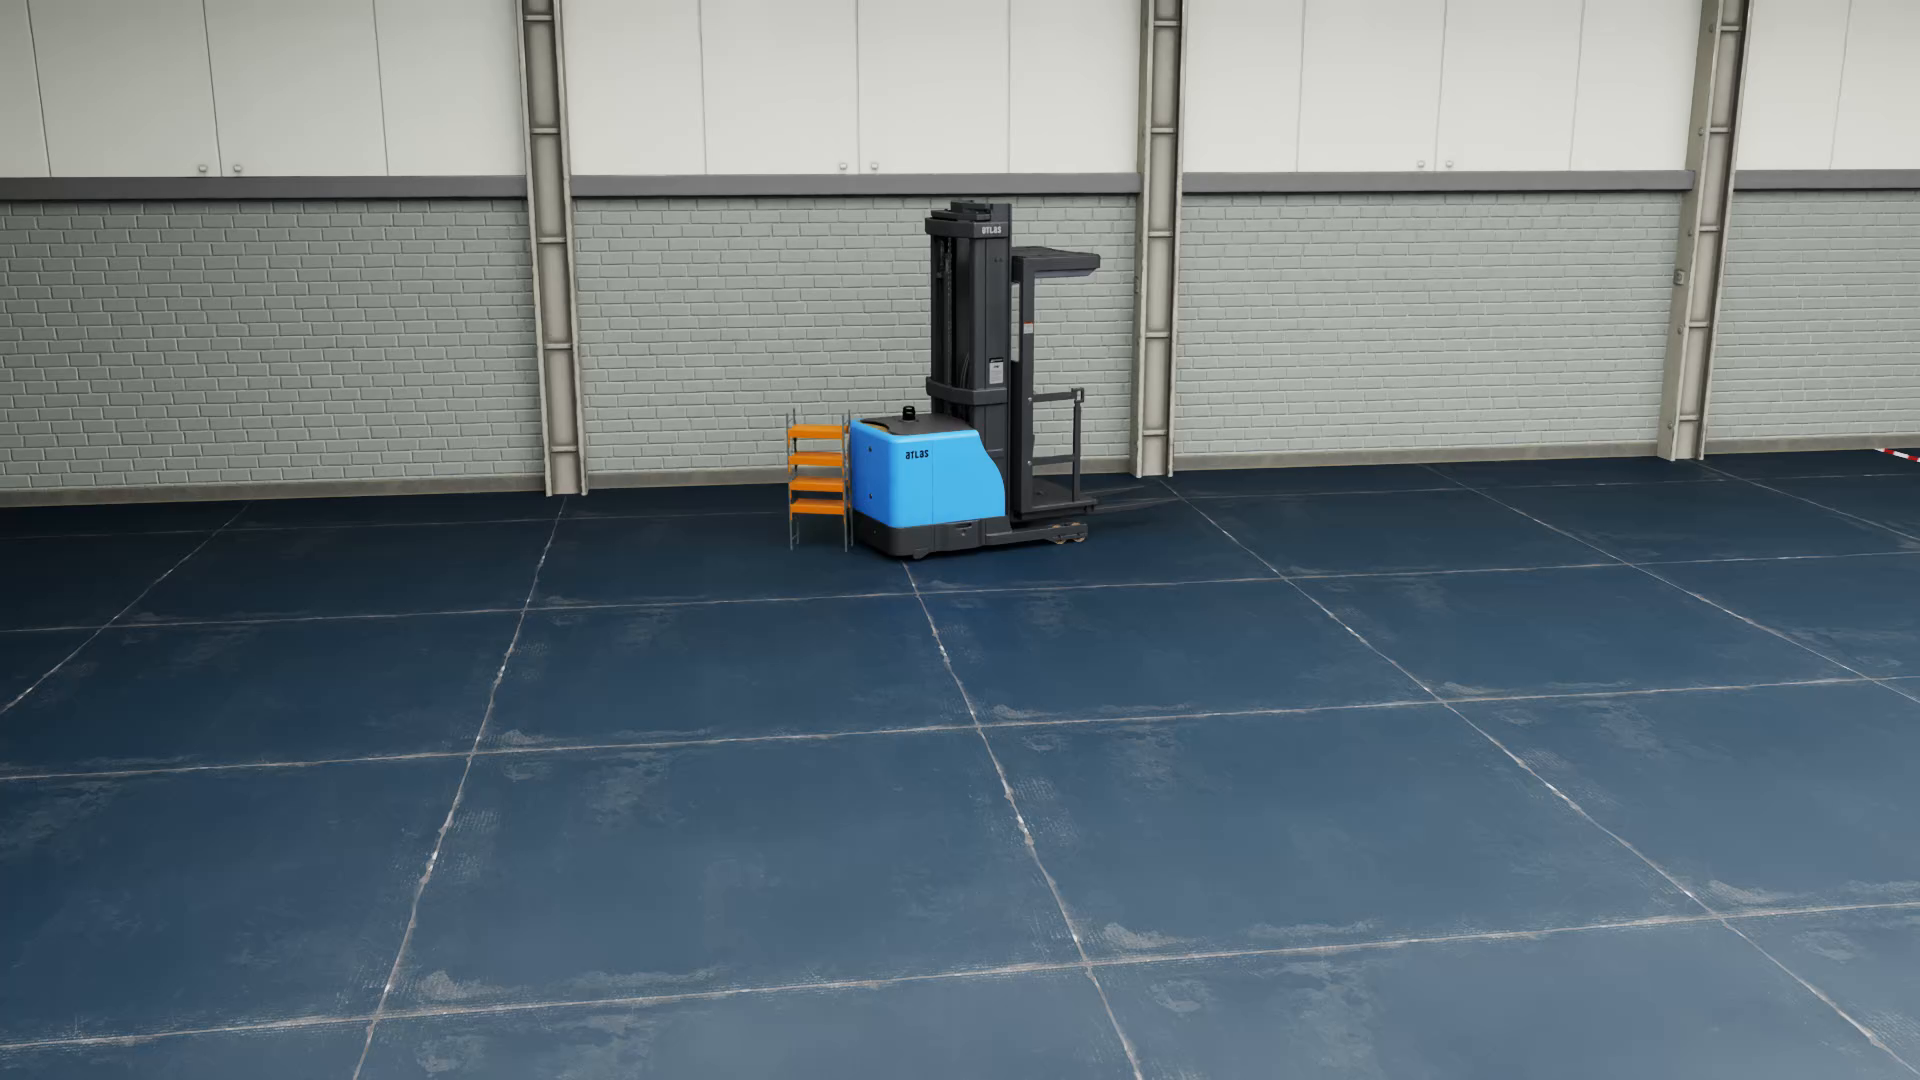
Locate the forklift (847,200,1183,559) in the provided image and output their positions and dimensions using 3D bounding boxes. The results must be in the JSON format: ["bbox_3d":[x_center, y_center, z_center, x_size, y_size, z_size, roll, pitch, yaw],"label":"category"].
[{"bbox_3d":[0.556,-1.491,14.641,3.031,2.935,1.130,-7,16,-26],"label":"forklift"}]

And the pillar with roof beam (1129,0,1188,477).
[{"bbox_3d":[2.650,-4.024,12.269,0.400,9.000,9.100,-2,14,-8],"label":"pillar with roof beam"}]

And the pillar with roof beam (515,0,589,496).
[{"bbox_3d":[-3.283,-3.807,11.402,0.400,9.000,9.100,-2,14,-8],"label":"pillar with roof beam"}]

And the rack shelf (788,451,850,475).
[{"bbox_3d":[-1.202,-0.666,14.253,0.480,0.148,0.258,3,16,10],"label":"rack shelf"}]

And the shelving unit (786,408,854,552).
[{"bbox_3d":[-1.202,-0.515,14.295,0.503,1.200,0.258,3,16,10],"label":"shelving unit"}]

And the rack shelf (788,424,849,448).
[{"bbox_3d":[-1.203,-0.894,14.190,0.480,0.148,0.258,3,16,10],"label":"rack shelf"}]

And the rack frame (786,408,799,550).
[{"bbox_3d":[-1.442,-0.526,14.337,0.015,1.200,0.240,3,16,10],"label":"rack frame"}]

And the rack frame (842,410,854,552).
[{"bbox_3d":[-0.962,-0.505,14.252,0.015,1.200,0.240,3,16,10],"label":"rack frame"}]

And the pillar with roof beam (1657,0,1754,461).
[{"bbox_3d":[8.583,-4.242,13.136,0.400,9.000,9.100,-2,14,-8],"label":"pillar with roof beam"}]

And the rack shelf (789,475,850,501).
[{"bbox_3d":[-1.201,-0.450,14.313,0.480,0.148,0.258,3,16,10],"label":"rack shelf"}]

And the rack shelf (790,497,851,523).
[{"bbox_3d":[-1.200,-0.259,14.366,0.480,0.148,0.258,3,16,10],"label":"rack shelf"}]
